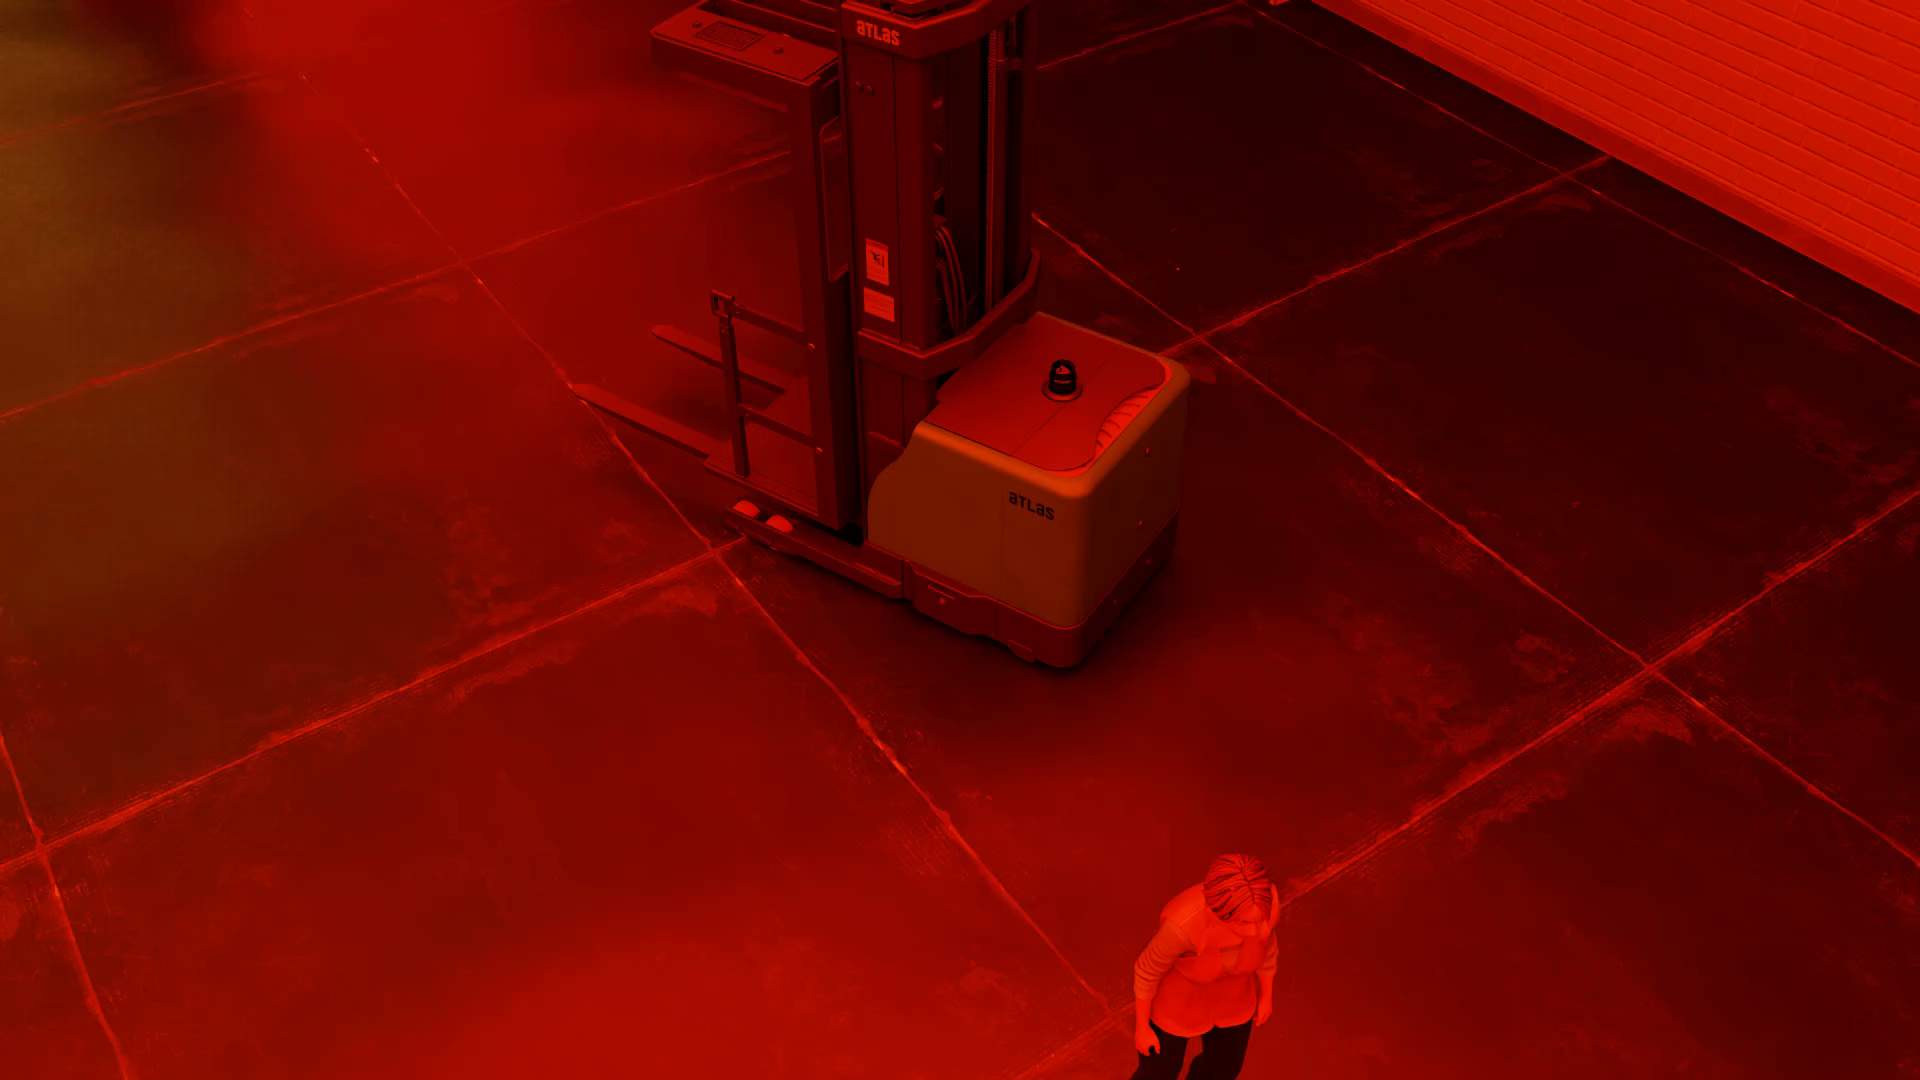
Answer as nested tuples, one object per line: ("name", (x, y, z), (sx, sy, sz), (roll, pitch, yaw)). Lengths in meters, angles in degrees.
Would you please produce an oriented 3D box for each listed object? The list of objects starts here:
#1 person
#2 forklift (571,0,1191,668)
("person", (0.740, 1.448, 5.132), (0.485, 1.593, 0.344), (-11, 44, -11))
("forklift", (-0.511, -1.302, 7.129), (3.031, 2.935, 1.130), (24, 48, 24))
